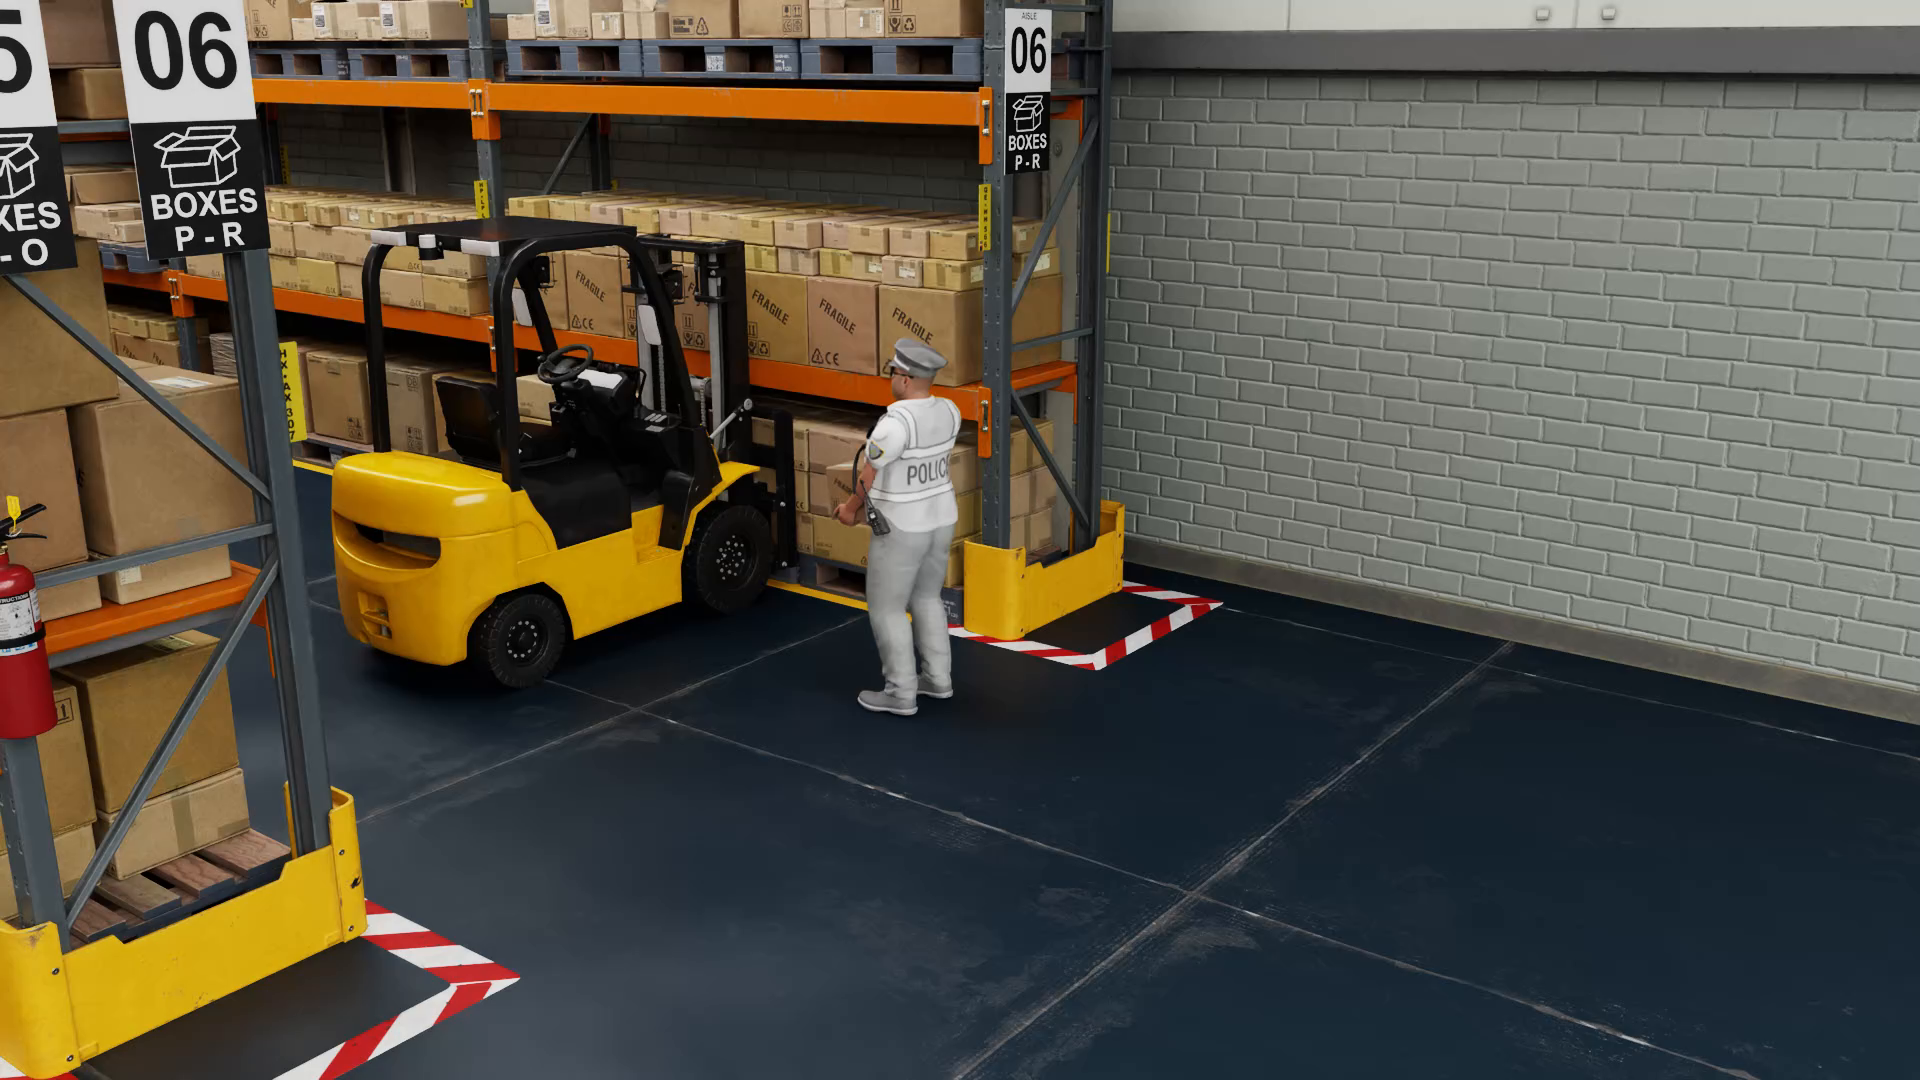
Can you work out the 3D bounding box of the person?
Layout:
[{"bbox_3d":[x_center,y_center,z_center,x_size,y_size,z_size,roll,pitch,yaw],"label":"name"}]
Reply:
[{"bbox_3d":[-0.304,-0.078,7.763,0.556,1.767,0.494,12,20,36],"label":"person"}]
